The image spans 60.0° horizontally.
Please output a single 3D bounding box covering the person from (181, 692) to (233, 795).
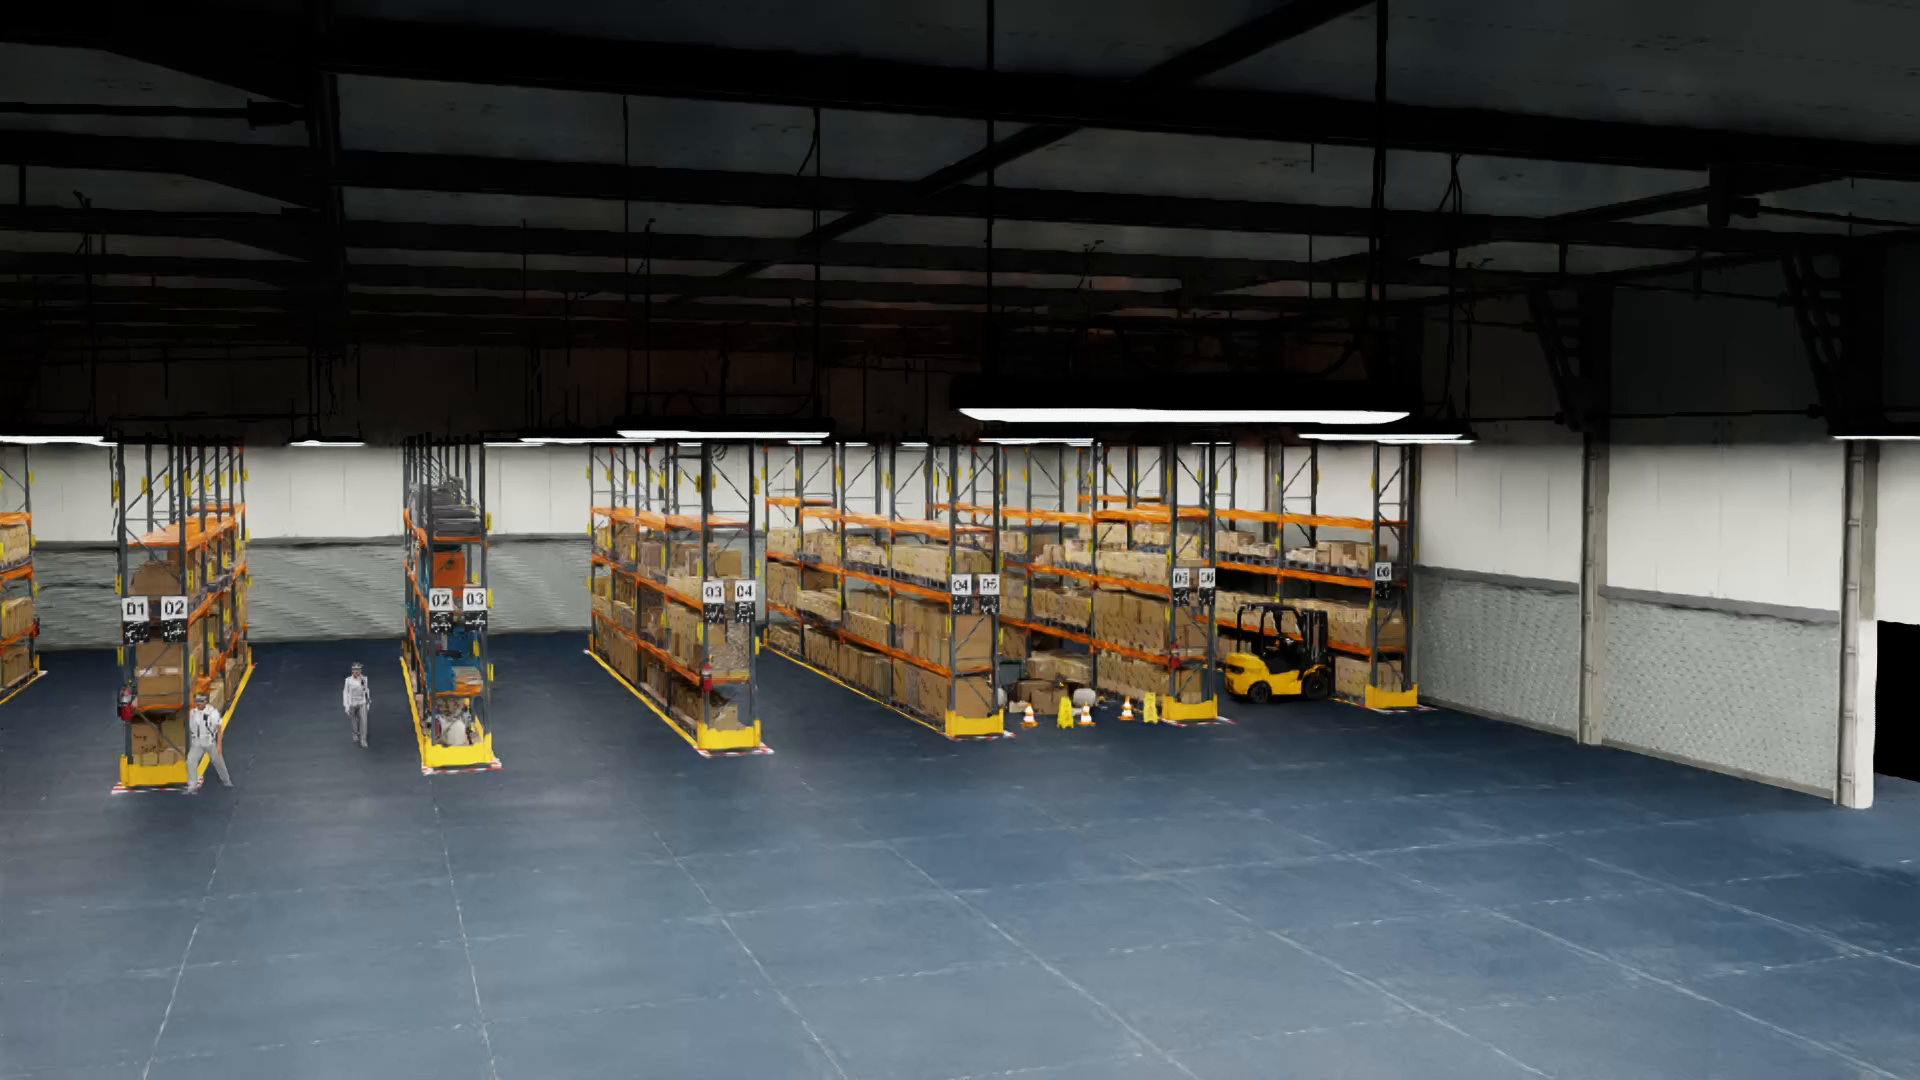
[{"bbox_3d":[-12.501,3.340,27.590,0.579,1.699,0.974,0,3,1],"label":"person"}]

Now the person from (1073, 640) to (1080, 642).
[{"bbox_3d":[3.610,2.187,48.786,0.558,1.645,0.659,-1,3,-11],"label":"person"}]

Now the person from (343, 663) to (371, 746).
[{"bbox_3d":[-11.586,3.138,31.935,0.495,1.587,1.077,-1,3,-18],"label":"person"}]
